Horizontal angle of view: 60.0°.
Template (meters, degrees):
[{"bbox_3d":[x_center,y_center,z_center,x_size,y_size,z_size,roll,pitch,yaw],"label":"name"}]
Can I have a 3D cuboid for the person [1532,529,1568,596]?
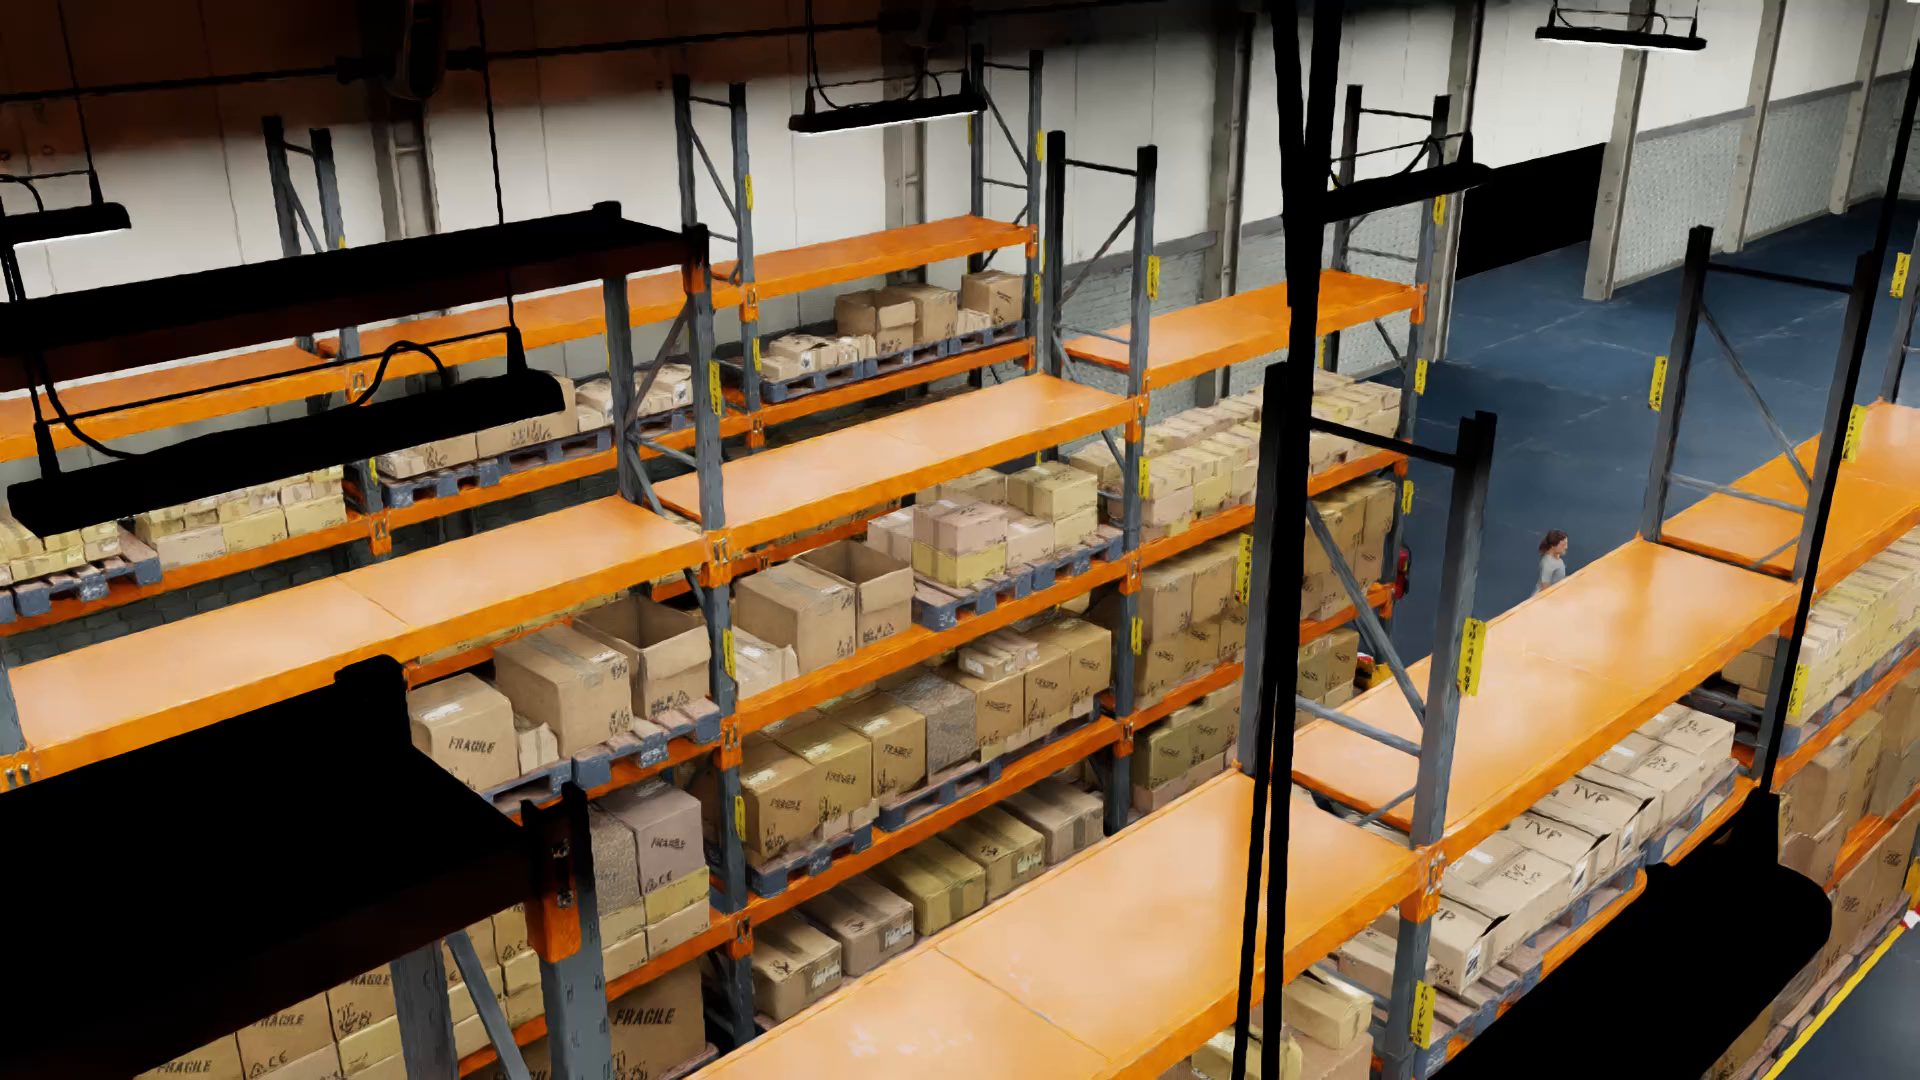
[{"bbox_3d":[5.962,0.639,17.156,0.543,1.664,0.567,7,24,17],"label":"person"}]
